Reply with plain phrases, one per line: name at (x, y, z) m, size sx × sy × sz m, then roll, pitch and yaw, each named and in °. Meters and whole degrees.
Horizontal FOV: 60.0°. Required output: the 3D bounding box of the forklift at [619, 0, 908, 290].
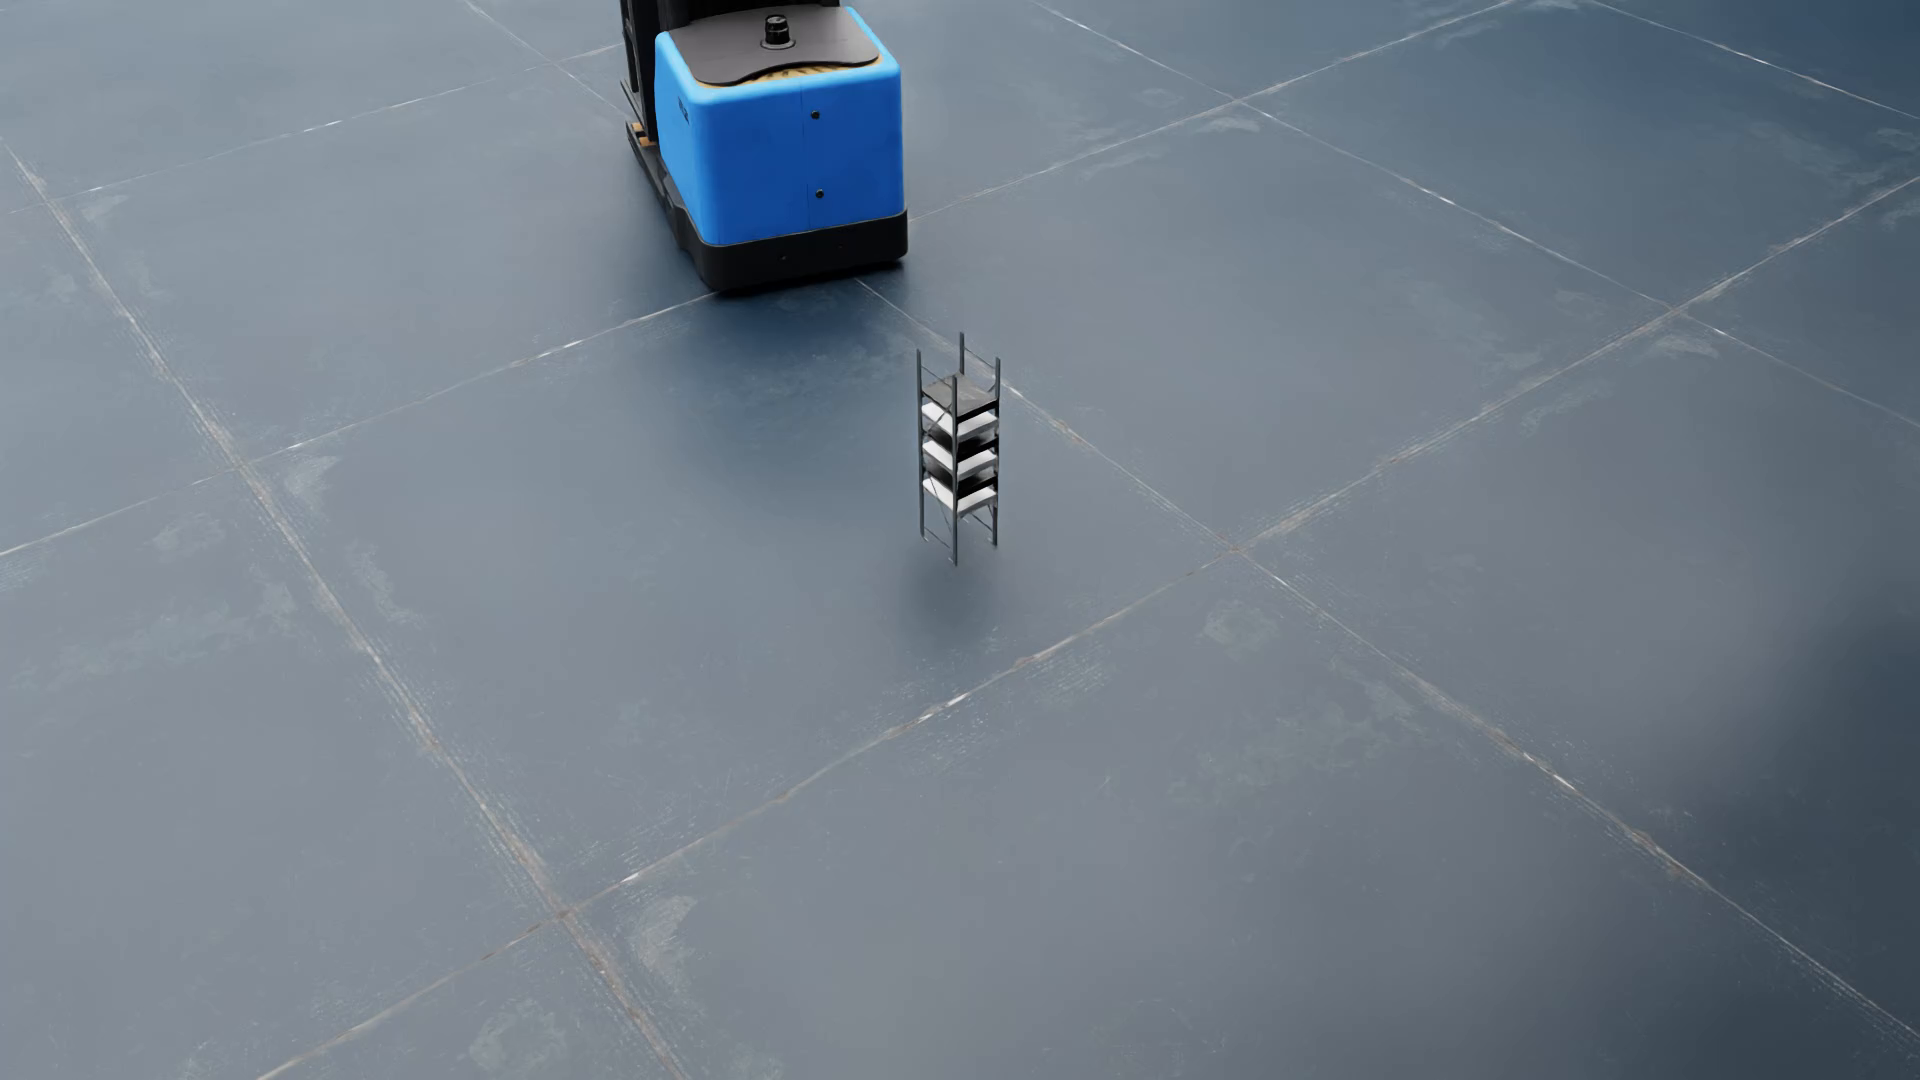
forklift at (-1.245, -3.296, 8.457) m, size 1.130 × 2.935 × 3.031 m, roll -13°, pitch 41°, yaw -15°

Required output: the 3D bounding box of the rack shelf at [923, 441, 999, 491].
rack shelf at (-0.006, -0.319, 6.482) m, size 0.200 × 0.077 × 0.258 m, roll -26°, pitch 46°, yaw -28°

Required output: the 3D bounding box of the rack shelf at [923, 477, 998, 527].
rack shelf at (-0.006, -0.180, 6.596) m, size 0.200 × 0.077 × 0.258 m, roll -26°, pitch 46°, yaw -28°

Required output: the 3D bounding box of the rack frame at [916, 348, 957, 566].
rack frame at (-0.087, -0.305, 6.413) m, size 0.006 × 0.900 × 0.240 m, roll -26°, pitch 46°, yaw -28°

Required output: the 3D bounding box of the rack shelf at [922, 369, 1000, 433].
rack shelf at (-0.006, -0.528, 6.311) m, size 0.200 × 0.077 × 0.258 m, roll -26°, pitch 46°, yaw -28°

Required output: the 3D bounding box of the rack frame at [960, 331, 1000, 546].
rack frame at (0.074, -0.384, 6.509) m, size 0.006 × 0.900 × 0.240 m, roll -26°, pitch 46°, yaw -28°

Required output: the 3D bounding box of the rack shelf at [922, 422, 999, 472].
rack shelf at (-0.006, -0.389, 6.425) m, size 0.200 × 0.077 × 0.258 m, roll -26°, pitch 46°, yaw -28°

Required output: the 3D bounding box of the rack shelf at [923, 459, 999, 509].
rack shelf at (-0.006, -0.249, 6.539) m, size 0.200 × 0.077 × 0.258 m, roll -26°, pitch 46°, yaw -28°

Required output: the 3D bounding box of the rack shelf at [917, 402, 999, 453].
rack shelf at (-0.006, -0.458, 6.368) m, size 0.200 × 0.077 × 0.258 m, roll -26°, pitch 46°, yaw -28°

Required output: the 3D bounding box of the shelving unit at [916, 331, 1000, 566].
shelving unit at (-0.006, -0.345, 6.461) m, size 0.210 × 0.900 × 0.258 m, roll -26°, pitch 46°, yaw -28°
